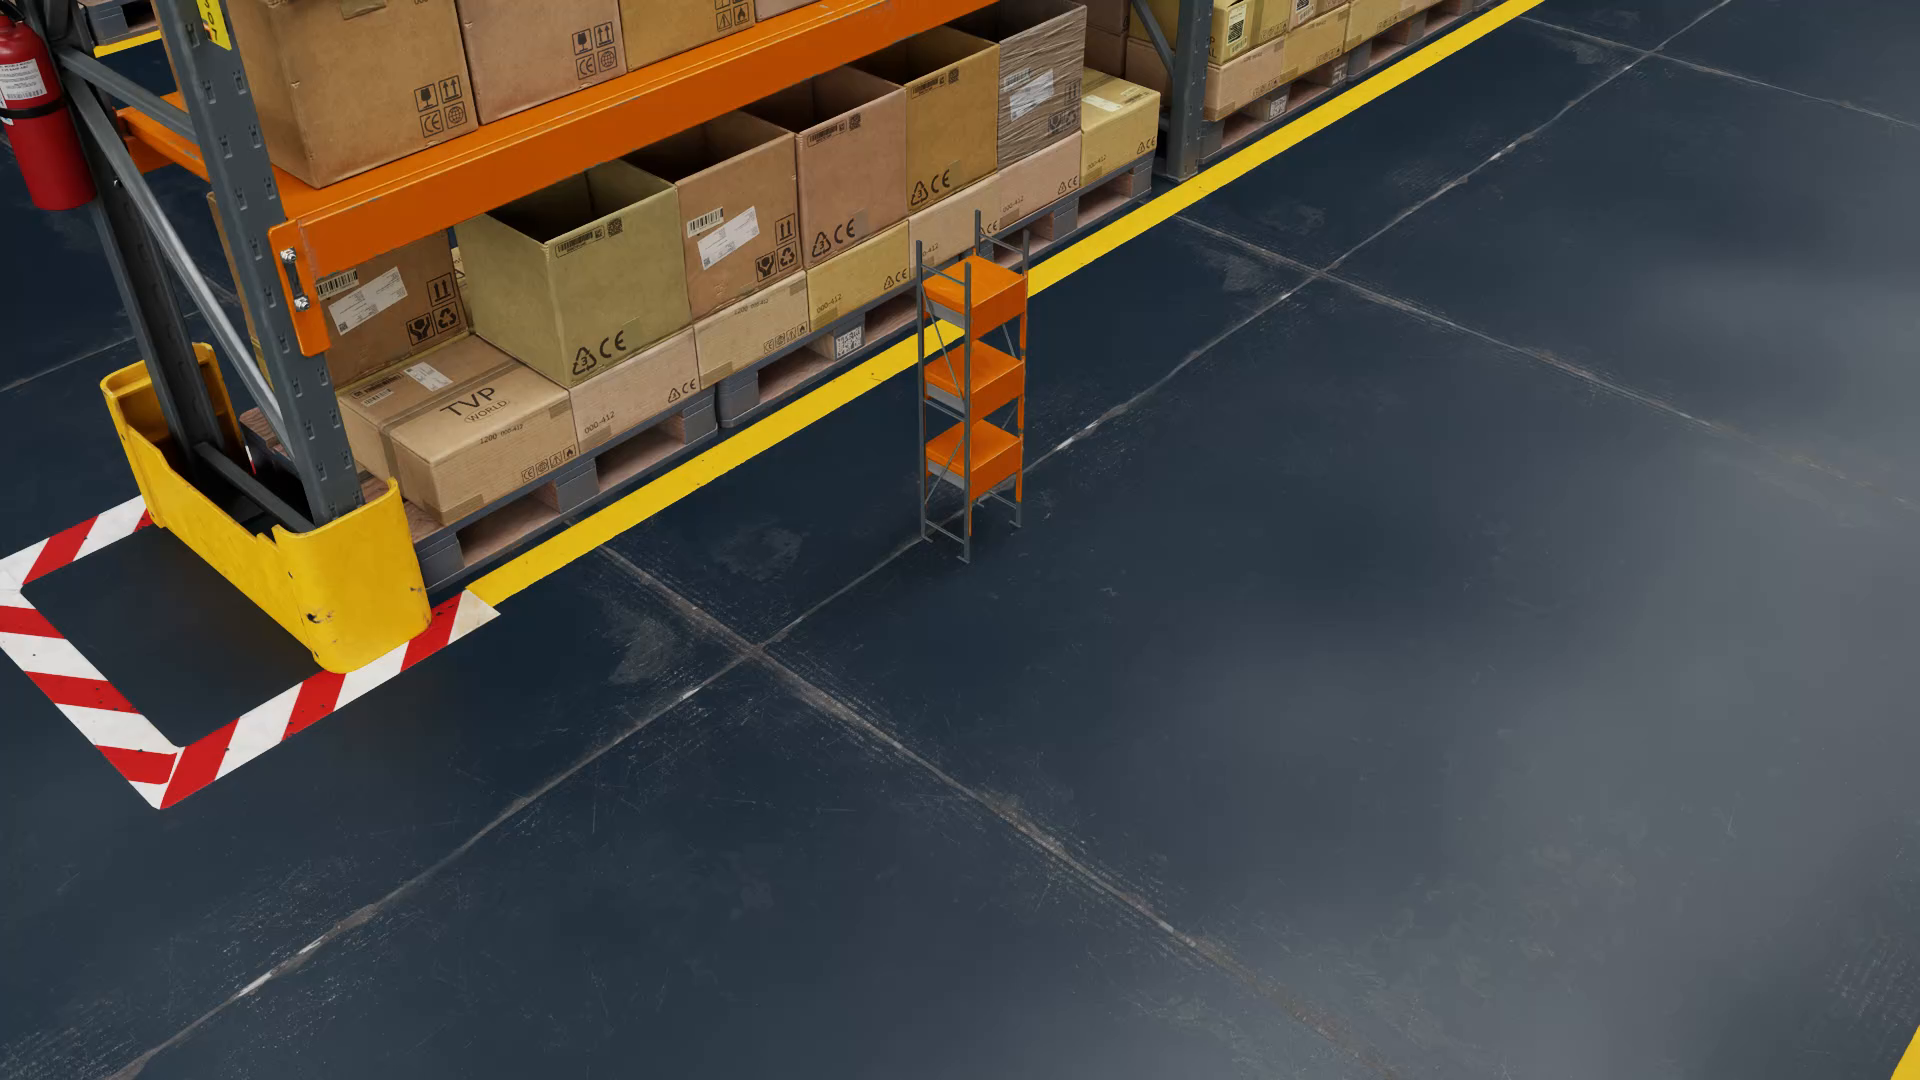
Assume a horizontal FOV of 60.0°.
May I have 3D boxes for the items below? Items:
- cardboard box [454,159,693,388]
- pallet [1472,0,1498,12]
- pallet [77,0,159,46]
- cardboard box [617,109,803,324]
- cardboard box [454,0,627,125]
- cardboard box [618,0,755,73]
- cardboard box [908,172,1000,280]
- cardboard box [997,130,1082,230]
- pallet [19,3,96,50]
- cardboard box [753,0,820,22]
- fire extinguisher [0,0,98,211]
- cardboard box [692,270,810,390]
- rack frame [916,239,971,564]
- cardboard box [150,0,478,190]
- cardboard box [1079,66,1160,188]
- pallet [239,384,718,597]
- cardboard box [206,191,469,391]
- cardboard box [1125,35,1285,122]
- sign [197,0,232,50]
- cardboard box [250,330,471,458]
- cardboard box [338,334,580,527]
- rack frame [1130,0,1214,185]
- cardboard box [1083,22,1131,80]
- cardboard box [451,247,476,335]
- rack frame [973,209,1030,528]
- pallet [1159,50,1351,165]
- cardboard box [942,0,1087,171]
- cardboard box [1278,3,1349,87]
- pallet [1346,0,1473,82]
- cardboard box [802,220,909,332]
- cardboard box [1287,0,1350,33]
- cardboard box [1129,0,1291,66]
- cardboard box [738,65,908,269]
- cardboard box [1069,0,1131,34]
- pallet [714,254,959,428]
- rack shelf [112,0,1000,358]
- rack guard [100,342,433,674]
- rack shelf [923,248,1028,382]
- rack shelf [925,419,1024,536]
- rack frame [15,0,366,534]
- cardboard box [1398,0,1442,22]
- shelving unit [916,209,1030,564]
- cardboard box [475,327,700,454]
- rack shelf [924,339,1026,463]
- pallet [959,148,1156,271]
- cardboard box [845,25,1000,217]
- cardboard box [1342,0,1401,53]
[{"bbox_3d":[-1.211,-0.874,5.209,0.500,0.500,0.500,30,47,32],"label":"cardboard box"},{"bbox_3d":[2.740,-3.331,9.269,1.003,0.211,1.213,30,47,32],"label":"pallet"},{"bbox_3d":[-4.283,-3.047,8.912,1.003,0.211,1.213,30,47,32],"label":"pallet"},{"bbox_3d":[-0.883,-1.109,5.504,0.500,0.500,0.500,30,47,32],"label":"cardboard box"},{"bbox_3d":[-1.398,-1.601,4.772,0.700,0.500,0.500,31,48,33],"label":"cardboard box"},{"bbox_3d":[-1.059,-1.826,5.056,0.700,0.500,0.500,30,47,32],"label":"cardboard box"},{"bbox_3d":[-0.197,-1.269,6.307,0.500,0.250,0.500,30,47,32],"label":"cardboard box"},{"bbox_3d":[0.130,-1.504,6.604,0.500,0.250,0.500,30,47,32],"label":"cardboard box"},{"bbox_3d":[-5.107,-2.489,8.211,1.003,0.211,1.213,30,47,32],"label":"pallet"},{"bbox_3d":[-0.706,-2.070,5.362,0.700,0.500,0.500,31,48,33],"label":"cardboard box"},{"bbox_3d":[-2.496,-1.219,4.436,0.296,0.674,0.183,30,47,32],"label":"fire extinguisher"},{"bbox_3d":[-0.875,-0.811,5.732,0.500,0.250,0.500,30,47,32],"label":"cardboard box"},{"bbox_3d":[-0.046,-0.379,4.884,0.200,1.050,0.008,30,47,32],"label":"rack frame"},{"bbox_3d":[-1.748,-1.357,4.466,0.700,0.500,0.500,30,47,32],"label":"cardboard box"},{"bbox_3d":[0.474,-1.730,6.887,0.500,0.250,0.500,30,47,32],"label":"cardboard box"},{"bbox_3d":[-1.588,-0.387,5.566,1.003,0.211,1.213,30,47,32],"label":"pallet"},{"bbox_3d":[-1.931,-0.862,5.193,0.500,0.500,0.500,30,47,32],"label":"cardboard box"},{"bbox_3d":[1.081,-2.116,7.373,0.500,0.250,0.500,28,47,31],"label":"cardboard box"},{"bbox_3d":[-1.667,-1.243,3.644,0.100,0.325,0.005,30,47,32],"label":"sign"},{"bbox_3d":[-1.929,-0.568,5.426,0.500,0.250,0.500,30,47,32],"label":"cardboard box"},{"bbox_3d":[-1.547,-0.350,5.152,0.500,0.250,0.500,30,47,32],"label":"cardboard box"},{"bbox_3d":[0.626,-2.947,6.546,1.000,3.000,0.127,30,47,32],"label":"rack frame"},{"bbox_3d":[0.691,-2.347,7.663,0.500,0.250,0.500,29,47,31],"label":"cardboard box"},{"bbox_3d":[-1.601,-0.802,5.721,0.500,0.250,0.500,30,47,32],"label":"cardboard box"},{"bbox_3d":[0.118,-0.492,5.025,0.200,1.050,0.008,30,47,32],"label":"rack frame"},{"bbox_3d":[1.094,-2.210,7.860,1.003,0.211,1.213,30,47,32],"label":"pallet"},{"bbox_3d":[0.128,-1.799,6.371,0.500,0.500,0.500,30,47,32],"label":"cardboard box"},{"bbox_3d":[1.427,-2.350,7.668,0.500,0.250,0.500,31,48,33],"label":"cardboard box"},{"bbox_3d":[1.917,-2.773,8.568,1.003,0.211,1.213,30,47,32],"label":"pallet"},{"bbox_3d":[-0.534,-1.039,6.018,0.500,0.250,0.500,30,47,32],"label":"cardboard box"},{"bbox_3d":[1.430,-2.567,7.490,0.500,0.311,0.500,29,47,31],"label":"cardboard box"},{"bbox_3d":[1.088,-2.340,7.203,0.500,0.311,0.500,30,47,32],"label":"cardboard box"},{"bbox_3d":[-0.533,-1.332,5.784,0.500,0.500,0.500,30,47,32],"label":"cardboard box"},{"bbox_3d":[0.687,-2.561,7.482,0.500,0.311,0.500,30,47,32],"label":"cardboard box"},{"bbox_3d":[-0.765,-0.944,6.268,1.003,0.211,1.213,30,47,32],"label":"pallet"},{"bbox_3d":[-0.724,-1.746,5.614,1.077,0.370,4.000,30,47,32],"label":"rack shelf"},{"bbox_3d":[-2.089,-0.120,4.999,1.175,0.500,0.348,30,47,32],"label":"rack guard"},{"bbox_3d":[0.036,-0.649,4.784,0.215,0.259,0.240,30,47,32],"label":"rack shelf"},{"bbox_3d":[0.036,-0.210,5.134,0.215,0.259,0.240,30,47,32],"label":"rack shelf"},{"bbox_3d":[-2.073,-1.109,4.235,1.000,3.000,0.127,30,47,32],"label":"rack frame"},{"bbox_3d":[2.118,-2.823,8.262,0.500,0.250,0.500,31,48,33],"label":"cardboard box"},{"bbox_3d":[0.036,-0.435,4.954,0.215,1.050,0.252,30,47,32],"label":"shelving unit"},{"bbox_3d":[-1.212,-0.581,5.443,0.500,0.250,0.500,30,47,32],"label":"cardboard box"},{"bbox_3d":[0.036,-0.427,4.961,0.215,0.259,0.240,30,47,32],"label":"rack shelf"},{"bbox_3d":[0.058,-1.508,6.976,1.003,0.211,1.213,30,47,32],"label":"pallet"},{"bbox_3d":[-0.206,-1.567,6.080,0.500,0.500,0.500,30,47,32],"label":"cardboard box"},{"bbox_3d":[1.774,-2.589,7.968,0.500,0.250,0.500,28,46,31],"label":"cardboard box"}]
